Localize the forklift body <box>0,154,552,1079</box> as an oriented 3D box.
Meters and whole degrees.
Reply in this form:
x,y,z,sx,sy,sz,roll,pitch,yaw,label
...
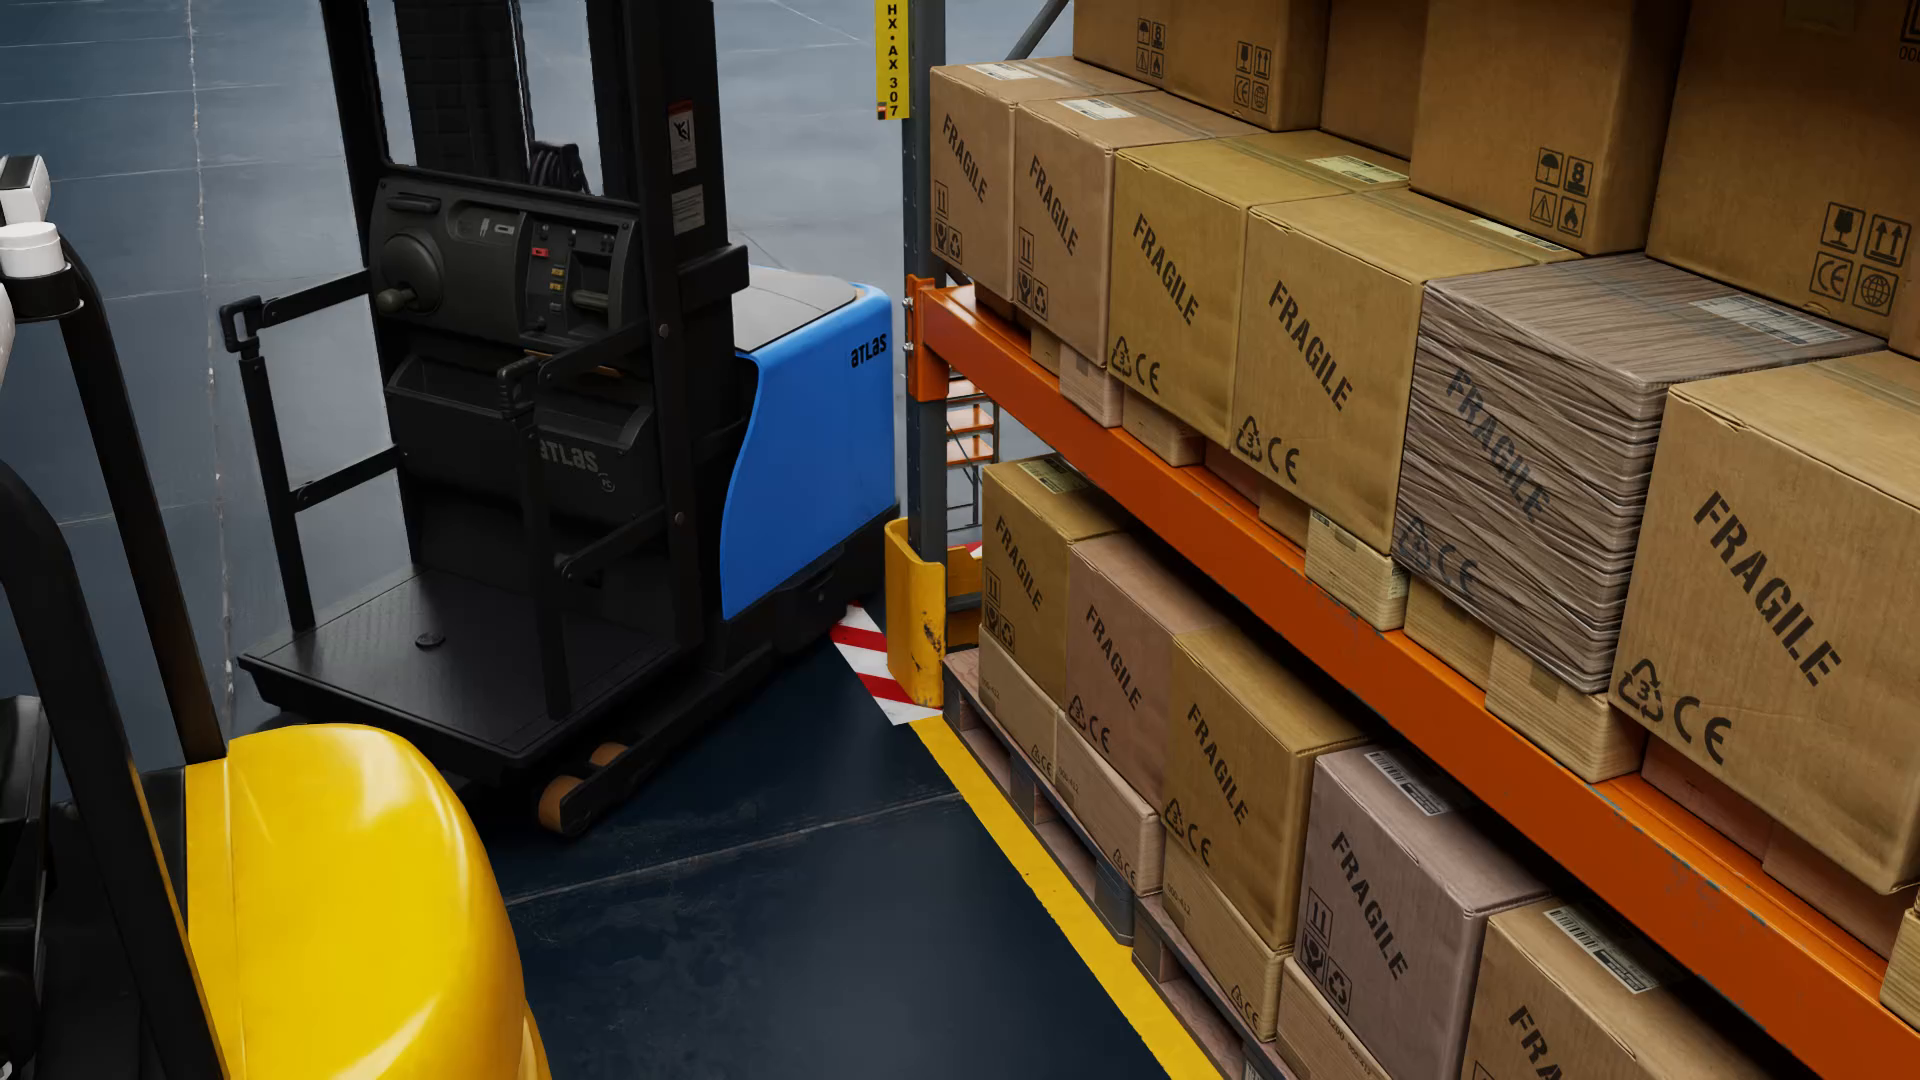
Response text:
x,y,z,sx,sy,sz,roll,pitch,yaw,label
-1.826,0.672,2.423,2.313,2.155,1.214,-11,28,-21,forklift body

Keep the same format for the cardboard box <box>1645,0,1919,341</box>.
x,y,z,sx,sy,sz,roll,pitch,yaw,label
1.560,-0.662,2.594,0.700,0.500,0.500,-11,28,-22,cardboard box

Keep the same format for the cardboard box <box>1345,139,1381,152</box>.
x,y,z,sx,sy,sz,roll,pitch,yaw,label
1.169,-0.618,3.643,0.500,0.500,0.500,-11,28,-21,cardboard box

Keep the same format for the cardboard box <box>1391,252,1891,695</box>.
x,y,z,sx,sy,sz,roll,pitch,yaw,label
1.067,-0.132,2.649,0.500,0.500,0.500,-10,28,-19,cardboard box

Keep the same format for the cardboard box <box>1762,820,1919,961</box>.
x,y,z,sx,sy,sz,roll,pitch,yaw,label
1.344,0.416,2.266,0.380,0.149,0.250,-10,28,-20,cardboard box

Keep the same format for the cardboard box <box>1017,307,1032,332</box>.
x,y,z,sx,sy,sz,roll,pitch,yaw,label
0.373,-0.631,4.410,0.380,0.149,0.250,-10,28,-20,cardboard box

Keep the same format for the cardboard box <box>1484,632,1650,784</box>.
x,y,z,sx,sy,sz,roll,pitch,yaw,label
1.077,0.224,2.658,0.380,0.149,0.250,-11,28,-21,cardboard box

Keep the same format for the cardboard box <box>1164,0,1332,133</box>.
x,y,z,sx,sy,sz,roll,pitch,yaw,label
0.910,-1.270,3.840,0.700,0.500,0.500,-10,28,-20,cardboard box

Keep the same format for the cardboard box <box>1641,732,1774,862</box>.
x,y,z,sx,sy,sz,roll,pitch,yaw,label
1.259,0.313,2.477,0.380,0.149,0.250,-11,28,-21,cardboard box

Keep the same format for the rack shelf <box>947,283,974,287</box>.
x,y,z,sx,sy,sz,roll,pitch,yaw,label
-0.006,-0.829,5.861,0.258,0.103,0.180,-11,28,-21,rack shelf

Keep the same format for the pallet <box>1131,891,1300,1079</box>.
x,y,z,sx,sy,sz,roll,pitch,yaw,label
1.107,1.093,3.770,1.003,0.211,1.213,-11,28,-21,pallet

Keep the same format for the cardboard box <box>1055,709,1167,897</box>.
x,y,z,sx,sy,sz,roll,pitch,yaw,label
0.573,0.611,4.235,0.500,0.250,0.500,-10,28,-19,cardboard box

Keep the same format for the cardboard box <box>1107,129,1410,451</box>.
x,y,z,sx,sy,sz,roll,pitch,yaw,label
0.655,-0.542,3.488,0.500,0.500,0.500,-11,28,-22,cardboard box

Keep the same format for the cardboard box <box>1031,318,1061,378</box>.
x,y,z,sx,sy,sz,roll,pitch,yaw,label
0.402,-0.510,4.162,0.380,0.149,0.250,-12,28,-22,cardboard box

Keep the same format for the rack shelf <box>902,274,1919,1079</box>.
x,y,z,sx,sy,sz,roll,pitch,yaw,label
1.101,0.114,3.417,1.077,0.370,4.000,-11,28,-21,rack shelf

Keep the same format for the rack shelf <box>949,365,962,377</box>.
x,y,z,sx,sy,sz,roll,pitch,yaw,label
-0.006,-0.613,5.966,0.258,0.103,0.180,-11,28,-21,rack shelf

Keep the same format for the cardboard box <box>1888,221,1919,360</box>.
x,y,z,sx,sy,sz,roll,pitch,yaw,label
1.732,-0.454,2.169,0.700,0.500,0.500,-10,28,-20,cardboard box

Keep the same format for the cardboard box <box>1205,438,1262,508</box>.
x,y,z,sx,sy,sz,roll,pitch,yaw,label
0.750,-0.205,3.537,0.380,0.149,0.250,-10,28,-19,cardboard box

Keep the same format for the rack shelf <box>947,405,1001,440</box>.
x,y,z,sx,sy,sz,roll,pitch,yaw,label
-0.006,-0.397,6.071,0.258,0.103,0.180,-11,28,-21,rack shelf

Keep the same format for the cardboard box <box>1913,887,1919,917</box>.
x,y,z,sx,sy,sz,roll,pitch,yaw,label
1.482,0.283,1.798,0.500,0.500,0.500,-11,28,-22,cardboard box

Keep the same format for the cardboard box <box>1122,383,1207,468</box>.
x,y,z,sx,sy,sz,roll,pitch,yaw,label
0.591,-0.301,3.734,0.380,0.149,0.250,-10,28,-19,cardboard box

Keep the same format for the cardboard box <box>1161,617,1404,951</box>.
x,y,z,sx,sy,sz,roll,pitch,yaw,label
0.787,0.490,3.627,0.500,0.500,0.500,-10,28,-20,cardboard box

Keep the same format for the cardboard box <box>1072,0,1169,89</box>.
x,y,z,sx,sy,sz,roll,pitch,yaw,label
0.719,-1.476,4.261,0.700,0.500,0.500,-11,28,-22,cardboard box

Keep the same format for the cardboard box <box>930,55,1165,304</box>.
x,y,z,sx,sy,sz,roll,pitch,yaw,label
0.248,-0.956,4.336,0.500,0.500,0.500,-11,28,-21,cardboard box

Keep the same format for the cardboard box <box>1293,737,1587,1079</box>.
x,y,z,sx,sy,sz,roll,pitch,yaw,label
1.004,0.705,3.188,0.500,0.500,0.500,-9,27,-18,cardboard box

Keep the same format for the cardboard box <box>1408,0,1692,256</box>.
x,y,z,sx,sy,sz,roll,pitch,yaw,label
1.272,-0.856,2.993,0.700,0.500,0.500,-11,28,-21,cardboard box

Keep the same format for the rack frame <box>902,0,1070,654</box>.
x,y,z,sx,sy,sz,roll,pitch,yaw,label
0.318,-1.016,4.913,1.000,3.000,0.127,-11,28,-21,rack frame

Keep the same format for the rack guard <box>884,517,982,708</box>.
x,y,z,sx,sy,sz,roll,pitch,yaw,label
0.348,0.138,5.398,1.175,0.500,0.348,-11,28,-21,rack guard

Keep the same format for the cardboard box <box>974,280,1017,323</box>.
x,y,z,sx,sy,sz,roll,pitch,yaw,label
0.261,-0.731,4.614,0.380,0.149,0.250,-10,28,-20,cardboard box

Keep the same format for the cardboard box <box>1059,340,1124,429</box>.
x,y,z,sx,sy,sz,roll,pitch,yaw,label
0.459,-0.400,3.937,0.380,0.149,0.250,-10,28,-20,cardboard box

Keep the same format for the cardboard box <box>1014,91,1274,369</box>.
x,y,z,sx,sy,sz,roll,pitch,yaw,label
0.454,-0.747,3.909,0.500,0.500,0.500,-10,28,-19,cardboard box

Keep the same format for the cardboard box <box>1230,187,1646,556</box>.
x,y,z,sx,sy,sz,roll,pitch,yaw,label
0.862,-0.338,3.071,0.500,0.500,0.500,-11,28,-22,cardboard box

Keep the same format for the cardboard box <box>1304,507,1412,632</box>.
x,y,z,sx,sy,sz,roll,pitch,yaw,label
0.871,0.018,3.080,0.380,0.149,0.250,-10,28,-20,cardboard box

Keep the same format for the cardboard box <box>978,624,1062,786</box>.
x,y,z,sx,sy,sz,roll,pitch,yaw,label
0.380,0.404,4.660,0.500,0.250,0.500,-11,28,-21,cardboard box

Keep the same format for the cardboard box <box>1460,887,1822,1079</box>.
x,y,z,sx,sy,sz,roll,pitch,yaw,label
1.205,0.911,2.767,0.500,0.500,0.500,-10,28,-20,cardboard box

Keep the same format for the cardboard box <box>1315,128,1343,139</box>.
x,y,z,sx,sy,sz,roll,pitch,yaw,label
0.976,-0.820,4.058,0.500,0.500,0.500,-11,28,-20,cardboard box

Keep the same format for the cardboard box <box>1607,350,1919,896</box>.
x,y,z,sx,sy,sz,roll,pitch,yaw,label
1.274,0.077,2.221,0.500,0.500,0.500,-10,28,-19,cardboard box

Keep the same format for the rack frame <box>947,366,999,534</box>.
x,y,z,sx,sy,sz,roll,pitch,yaw,label
0.030,-0.508,5.923,0.240,1.200,0.006,-11,28,-21,rack frame

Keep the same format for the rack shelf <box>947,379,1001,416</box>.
x,y,z,sx,sy,sz,roll,pitch,yaw,label
-0.006,-0.505,6.018,0.258,0.103,0.180,-11,28,-21,rack shelf

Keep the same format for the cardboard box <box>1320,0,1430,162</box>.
x,y,z,sx,sy,sz,roll,pitch,yaw,label
1.205,-1.082,3.454,0.700,0.500,0.500,-11,28,-21,cardboard box

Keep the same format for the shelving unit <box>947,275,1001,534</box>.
x,y,z,sx,sy,sz,roll,pitch,yaw,label
-0.006,-0.545,5.999,0.258,1.200,0.189,-11,28,-21,shelving unit

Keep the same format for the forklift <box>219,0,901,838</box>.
x,y,z,sx,sy,sz,roll,pitch,yaw,label
-1.373,-0.730,4.404,1.130,2.935,3.031,14,29,26,forklift

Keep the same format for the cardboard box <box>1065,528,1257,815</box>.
x,y,z,sx,sy,sz,roll,pitch,yaw,label
0.598,0.287,4.045,0.500,0.500,0.500,-12,28,-23,cardboard box

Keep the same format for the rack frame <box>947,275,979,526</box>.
x,y,z,sx,sy,sz,roll,pitch,yaw,label
-0.042,-0.582,6.075,0.240,1.200,0.006,-11,28,-21,rack frame

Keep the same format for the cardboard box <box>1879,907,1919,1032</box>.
x,y,z,sx,sy,sz,roll,pitch,yaw,label
1.374,0.534,2.023,0.380,0.149,0.250,-10,28,-19,cardboard box

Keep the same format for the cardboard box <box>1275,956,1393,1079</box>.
x,y,z,sx,sy,sz,roll,pitch,yaw,label
0.993,1.034,3.370,0.500,0.250,0.500,-10,28,-20,cardboard box

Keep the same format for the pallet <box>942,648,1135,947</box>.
x,y,z,sx,sy,sz,roll,pitch,yaw,label
0.634,0.601,4.778,1.003,0.211,1.213,-11,28,-21,pallet

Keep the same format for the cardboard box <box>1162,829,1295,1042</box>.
x,y,z,sx,sy,sz,roll,pitch,yaw,label
0.798,0.829,3.788,0.500,0.250,0.500,-9,27,-17,cardboard box

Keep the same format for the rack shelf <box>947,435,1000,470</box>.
x,y,z,sx,sy,sz,roll,pitch,yaw,label
-0.006,-0.290,6.124,0.258,0.103,0.180,-11,28,-21,rack shelf

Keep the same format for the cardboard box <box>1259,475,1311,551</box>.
x,y,z,sx,sy,sz,roll,pitch,yaw,label
0.826,-0.093,3.309,0.380,0.149,0.250,-11,28,-22,cardboard box

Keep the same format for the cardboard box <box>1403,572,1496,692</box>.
x,y,z,sx,sy,sz,roll,pitch,yaw,label
1.005,0.116,2.880,0.380,0.149,0.250,-11,28,-22,cardboard box

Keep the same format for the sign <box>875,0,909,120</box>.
x,y,z,sx,sy,sz,roll,pitch,yaw,label
-0.181,-1.312,4.532,0.100,0.325,0.005,-11,28,-21,sign

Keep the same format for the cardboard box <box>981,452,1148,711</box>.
x,y,z,sx,sy,sz,roll,pitch,yaw,label
0.389,0.076,4.476,0.500,0.500,0.500,-12,28,-22,cardboard box
